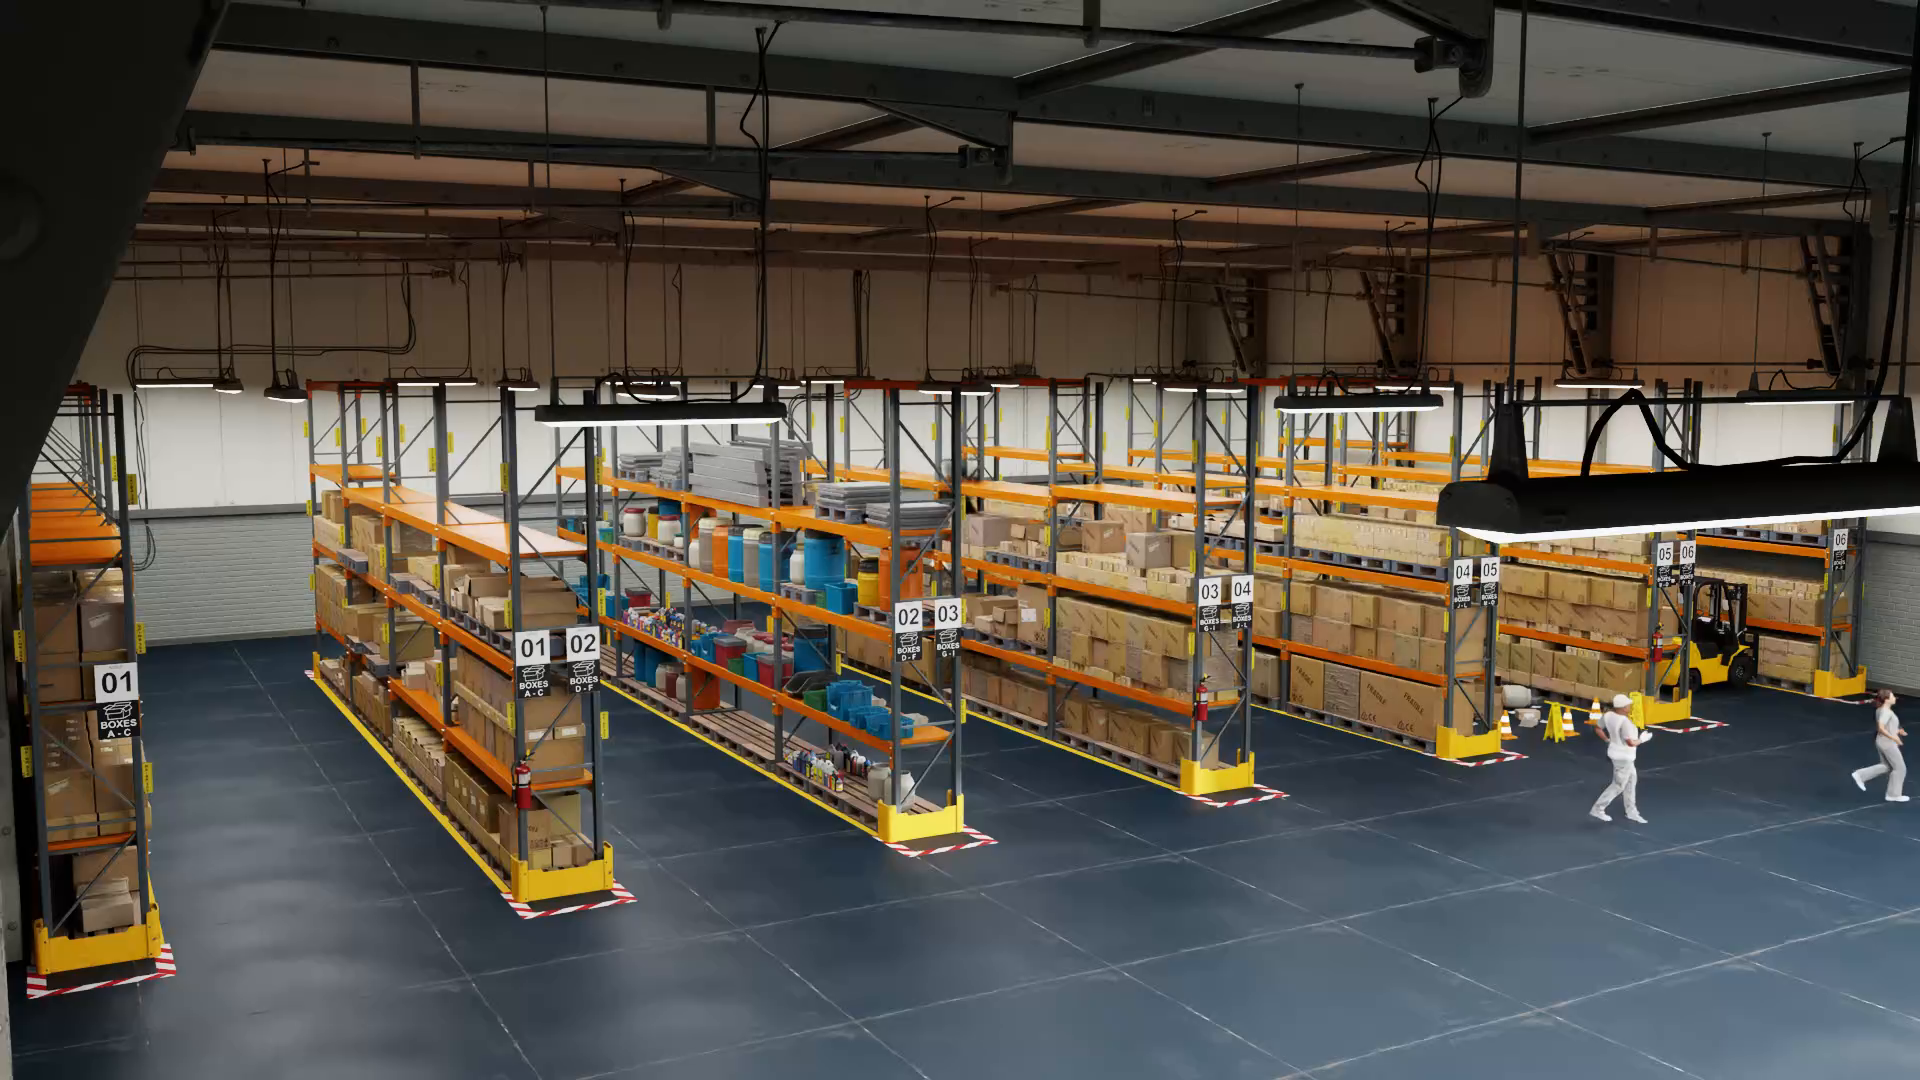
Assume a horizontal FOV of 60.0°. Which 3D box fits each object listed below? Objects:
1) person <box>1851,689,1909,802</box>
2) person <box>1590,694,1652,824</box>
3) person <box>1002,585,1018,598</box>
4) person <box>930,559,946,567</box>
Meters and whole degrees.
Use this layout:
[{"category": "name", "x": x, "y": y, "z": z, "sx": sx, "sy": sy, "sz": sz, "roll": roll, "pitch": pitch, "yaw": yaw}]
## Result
[{"category": "person", "x": 13.366, "y": 2.968, "z": 24.069, "sx": 0.752, "sy": 1.617, "sz": 0.562, "roll": 2, "pitch": 6, "yaw": 18}, {"category": "person", "x": 9.047, "y": 3.008, "z": 22.741, "sx": 0.828, "sy": 1.820, "sz": 0.668, "roll": 0, "pitch": 6, "yaw": 3}, {"category": "person", "x": 1.294, "y": 1.006, "z": 42.014, "sx": 0.791, "sy": 1.745, "sz": 0.731, "roll": 3, "pitch": 7, "yaw": 25}, {"category": "person", "x": -0.615, "y": 1.083, "z": 41.345, "sx": 0.695, "sy": 1.752, "sz": 0.640, "roll": 5, "pitch": 8, "yaw": 40}]
